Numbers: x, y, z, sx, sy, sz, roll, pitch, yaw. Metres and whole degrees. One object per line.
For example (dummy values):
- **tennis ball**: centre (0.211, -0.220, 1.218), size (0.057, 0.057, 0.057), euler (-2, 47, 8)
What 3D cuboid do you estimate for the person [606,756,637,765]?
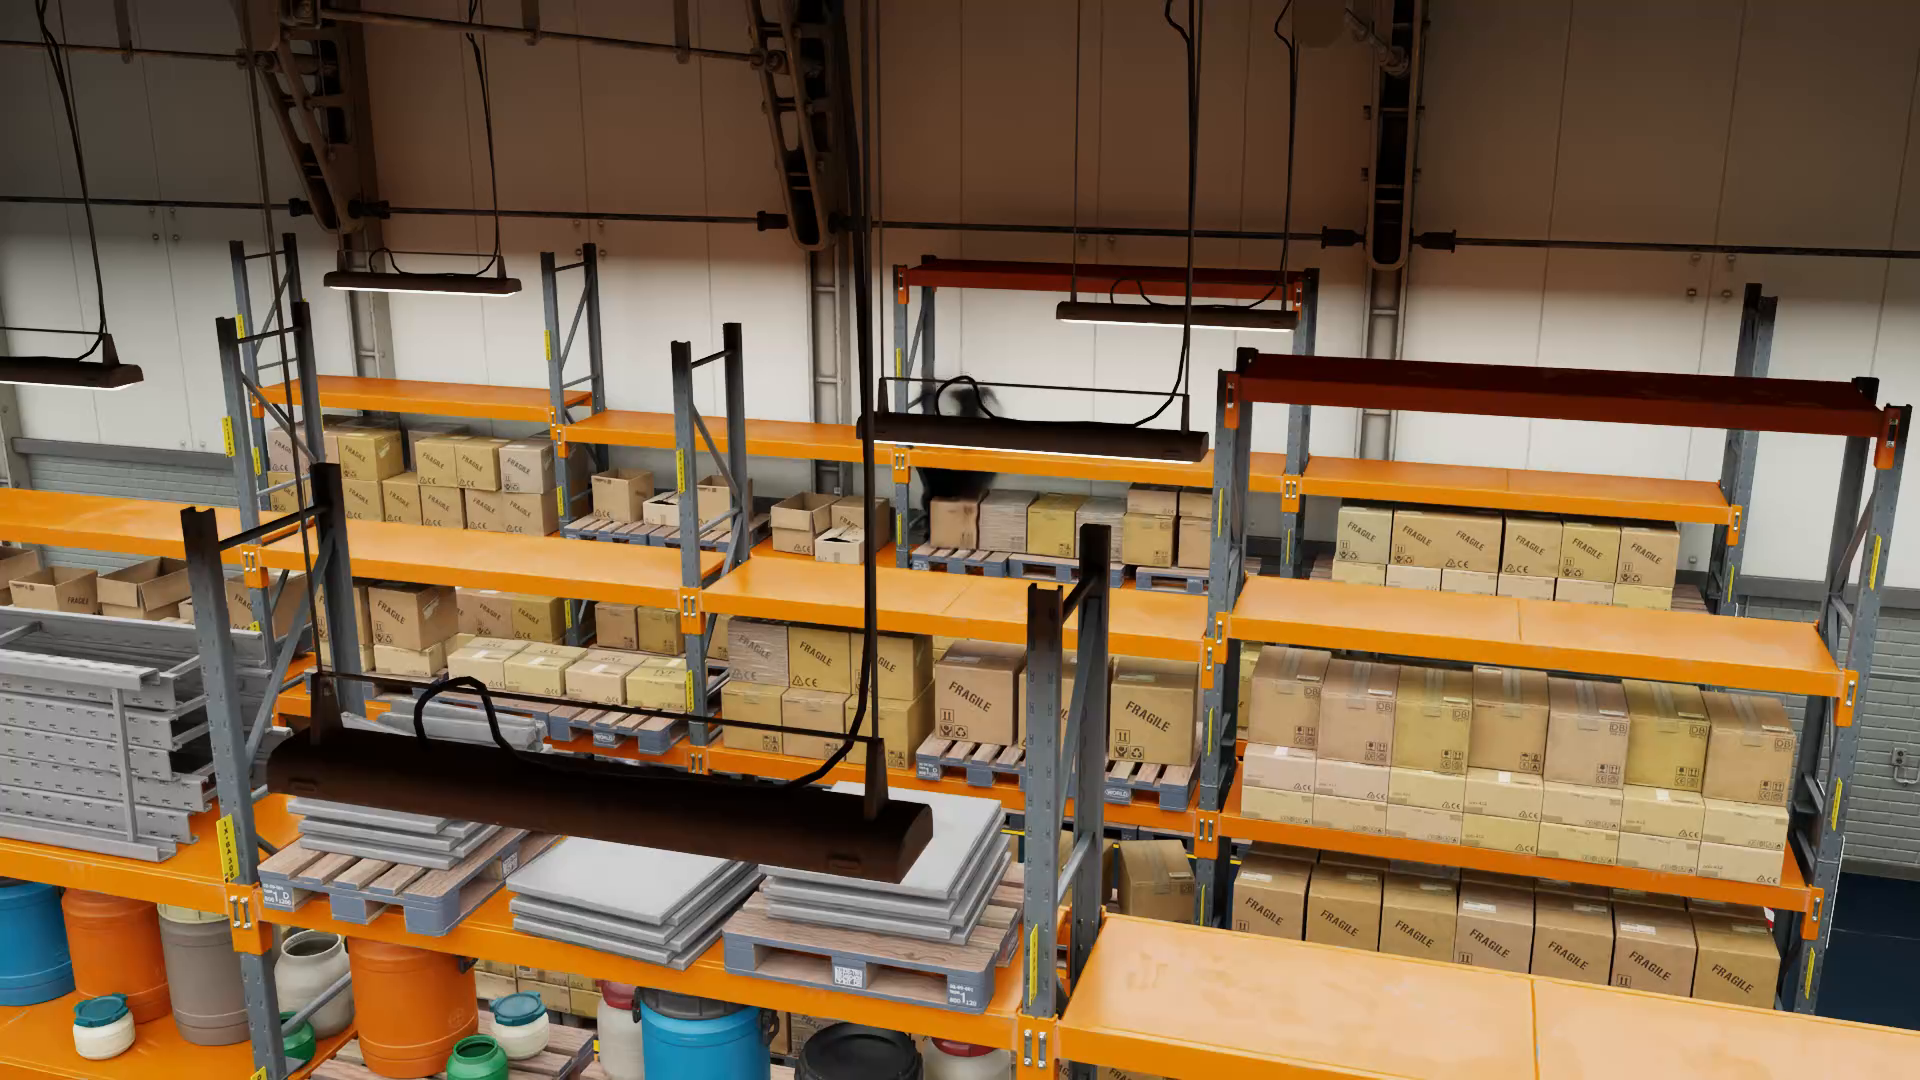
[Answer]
- **person**: centre (-3.367, 2.623, 16.782), size (0.711, 1.692, 0.613), euler (4, 17, 13)
